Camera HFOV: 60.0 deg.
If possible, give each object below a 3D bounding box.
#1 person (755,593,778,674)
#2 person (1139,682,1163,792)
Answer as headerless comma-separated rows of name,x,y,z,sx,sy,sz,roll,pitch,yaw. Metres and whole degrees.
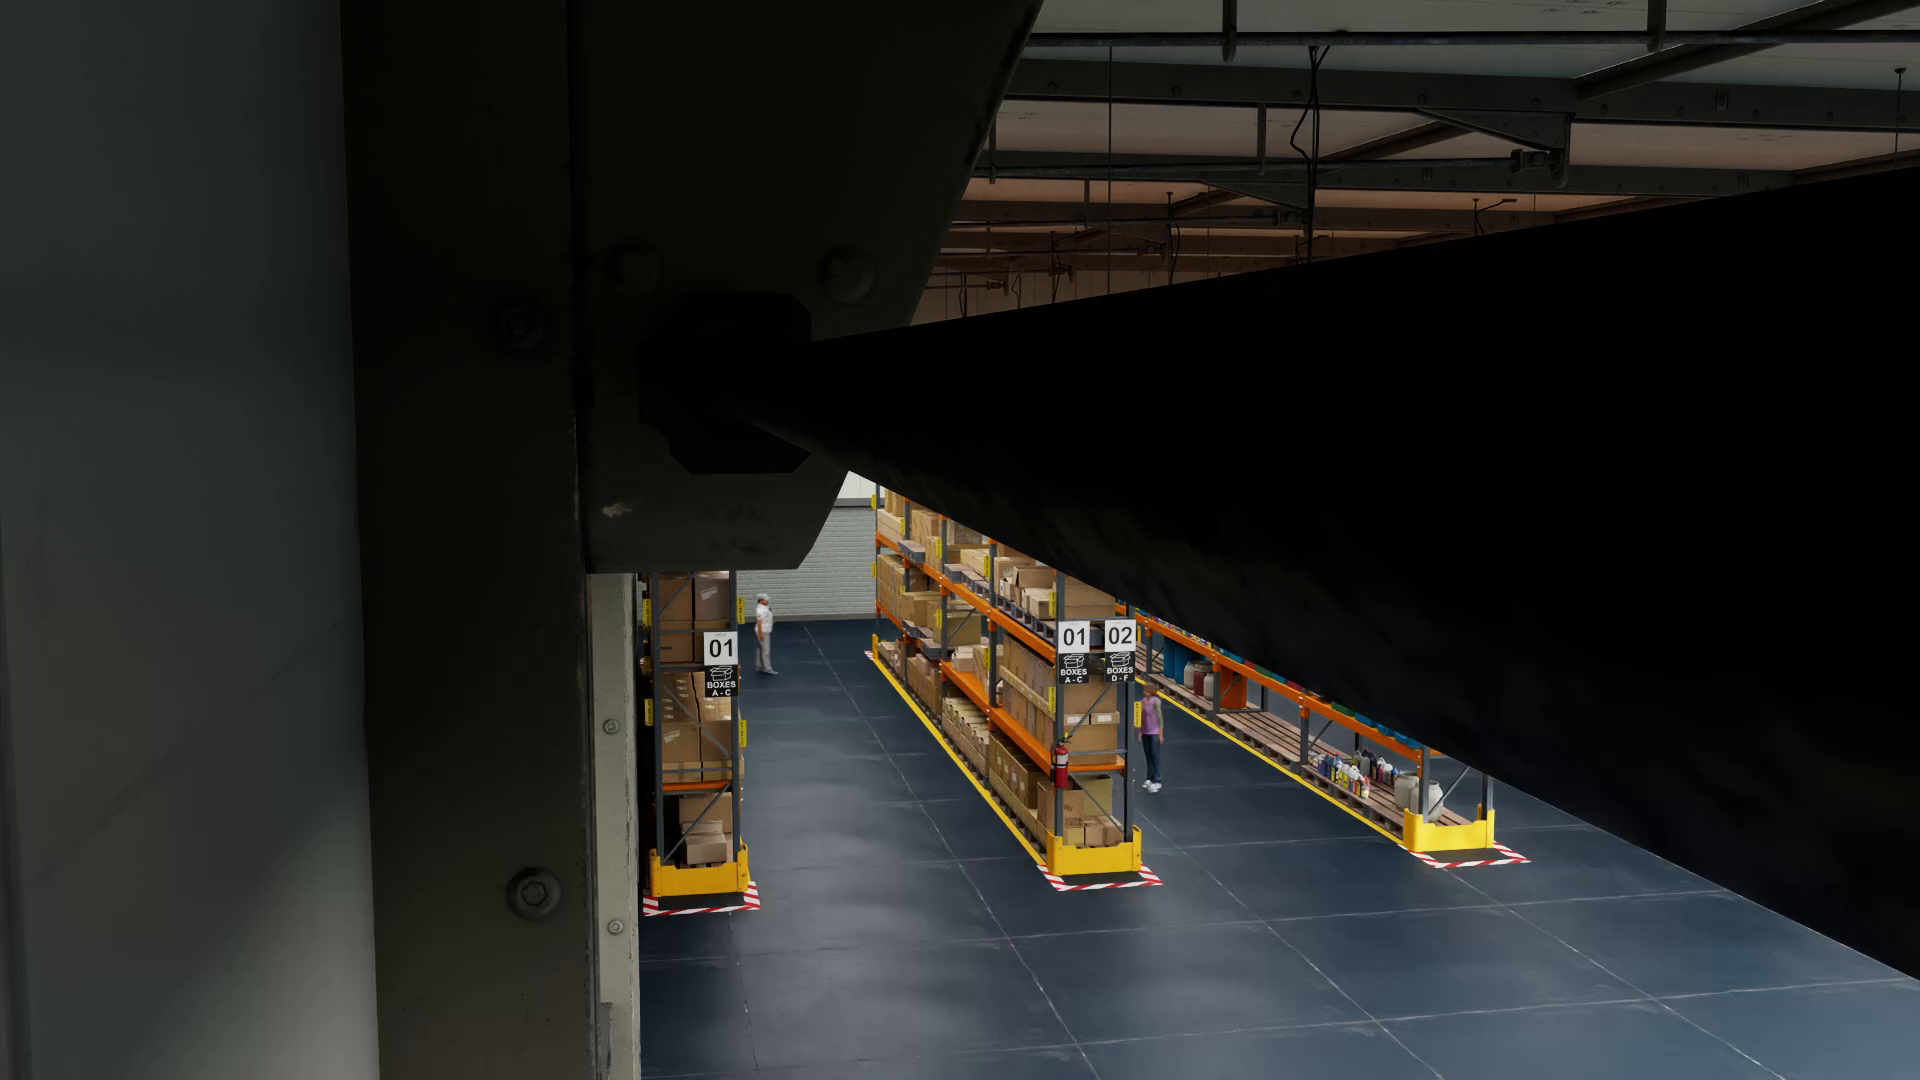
person,-4.036,1.948,34.753,0.501,1.689,0.519,0,6,1
person,2.878,2.957,25.140,0.394,1.611,0.521,-3,7,-30
